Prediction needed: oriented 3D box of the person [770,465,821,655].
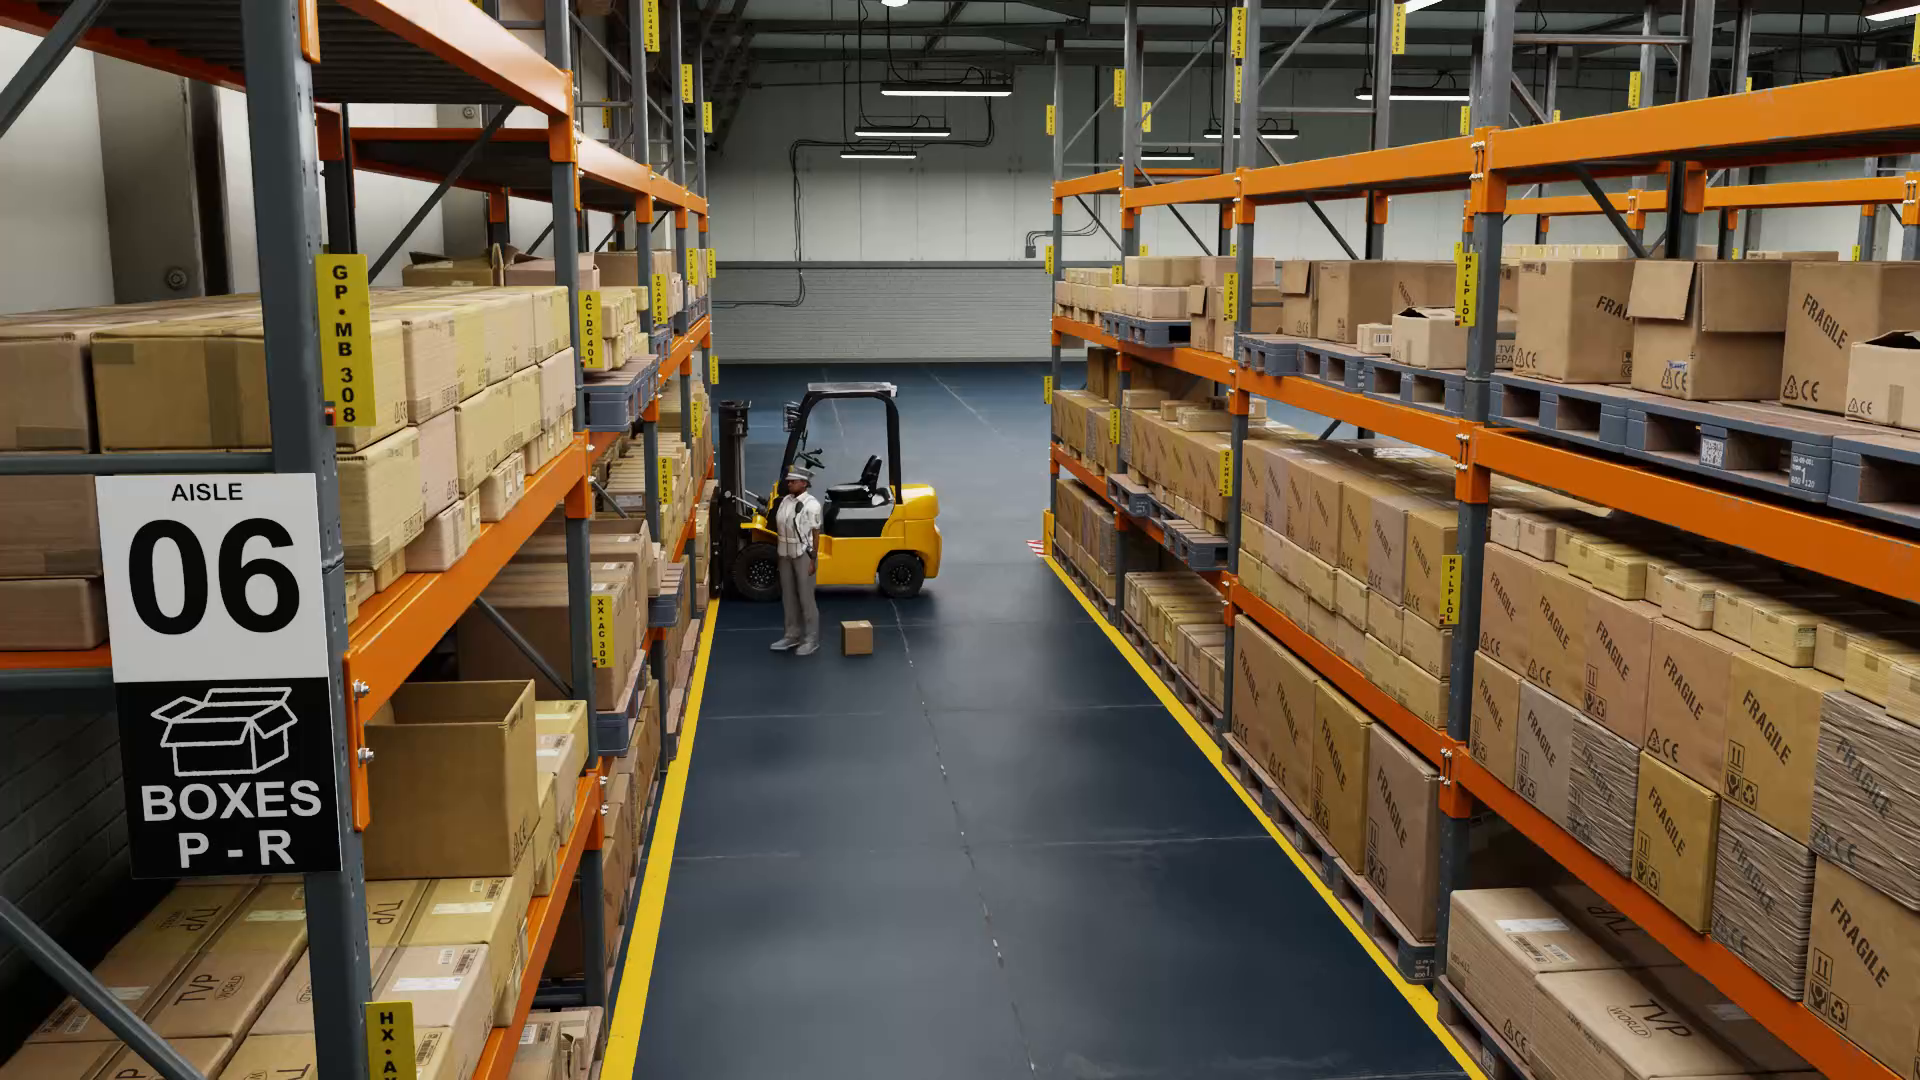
[{"bbox_3d":[-1.464,0.164,14.905,0.439,1.694,0.354,8,13,37],"label":"person"}]
